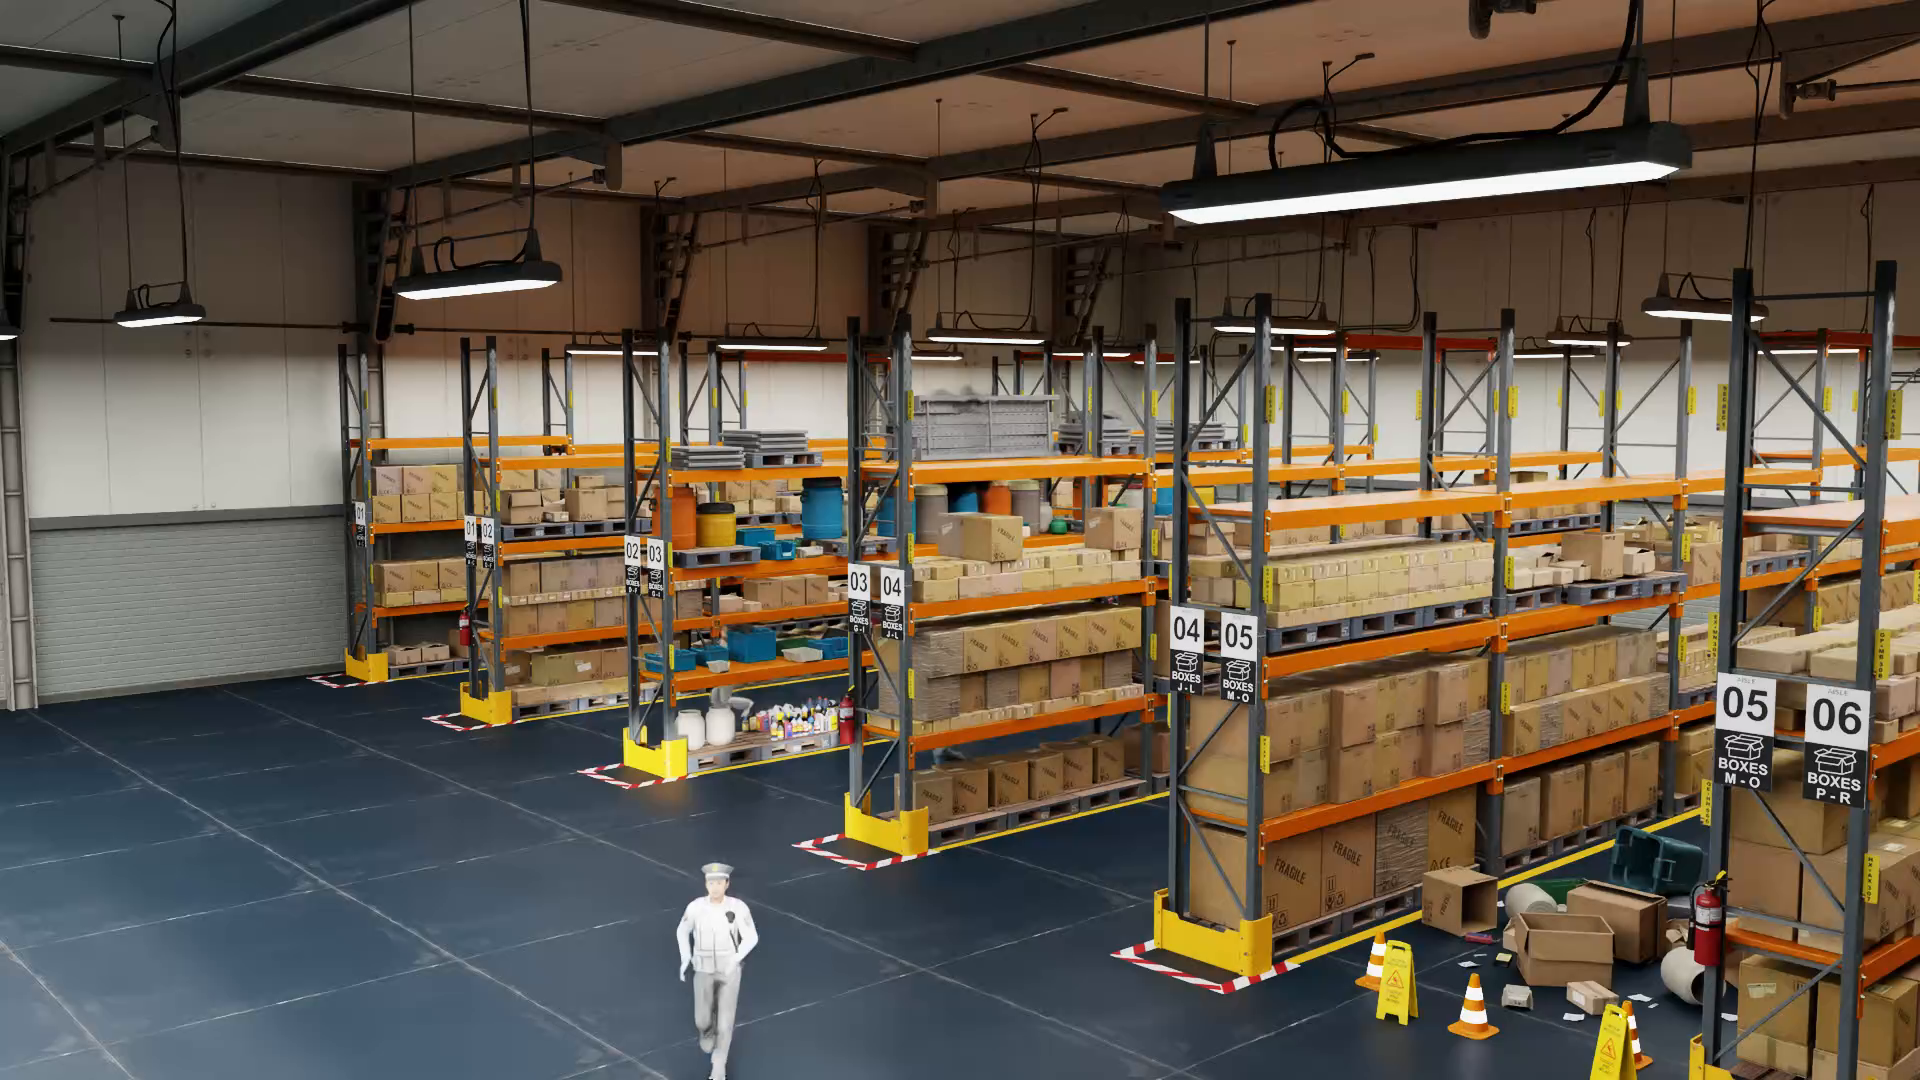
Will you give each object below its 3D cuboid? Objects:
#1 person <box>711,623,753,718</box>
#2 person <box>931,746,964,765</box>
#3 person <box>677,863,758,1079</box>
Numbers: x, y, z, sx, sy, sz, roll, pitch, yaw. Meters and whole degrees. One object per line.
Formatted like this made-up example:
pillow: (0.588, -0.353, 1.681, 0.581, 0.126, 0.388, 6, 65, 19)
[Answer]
person: (-3.523, 2.084, 25.428, 0.721, 1.646, 0.565, -5, 7, -42)
person: (-0.177, 2.380, 21.518, 0.699, 1.758, 0.850, 4, 7, 39)
person: (-1.829, 3.233, 12.509, 0.621, 1.657, 0.546, 0, 5, -3)
